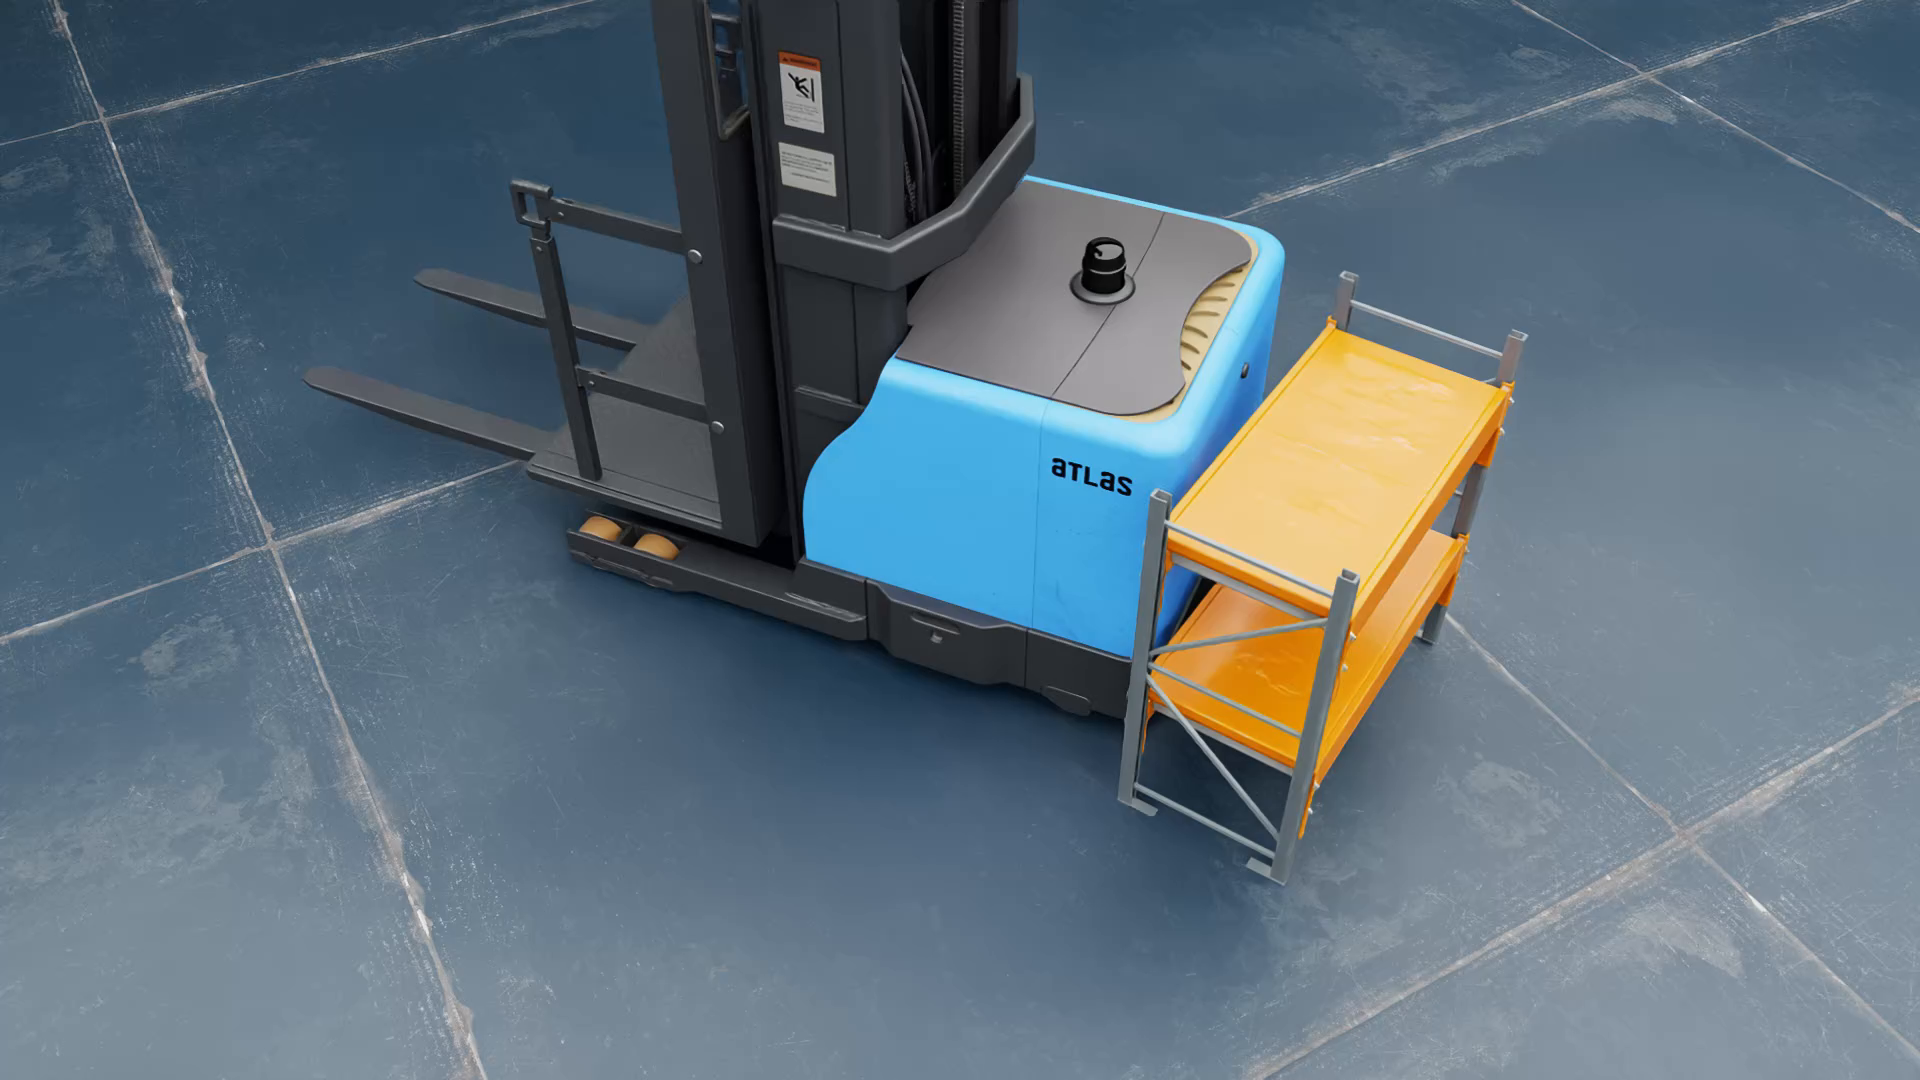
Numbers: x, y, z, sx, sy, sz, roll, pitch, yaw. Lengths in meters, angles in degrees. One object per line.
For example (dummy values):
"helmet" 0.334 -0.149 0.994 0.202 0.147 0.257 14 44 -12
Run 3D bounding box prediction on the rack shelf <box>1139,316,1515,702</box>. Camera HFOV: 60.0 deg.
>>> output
"rack shelf" 0.925 -0.113 4.139 0.538 0.278 1.000 25 49 23

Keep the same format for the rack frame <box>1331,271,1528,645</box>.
"rack frame" 1.207 -0.198 4.646 0.500 1.125 0.032 25 49 23

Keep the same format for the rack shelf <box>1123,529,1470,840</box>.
"rack shelf" 0.925 0.272 4.513 0.538 0.278 1.000 25 49 23

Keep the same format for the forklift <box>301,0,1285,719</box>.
"forklift" -0.654 -1.227 4.409 3.031 2.935 1.130 17 47 16

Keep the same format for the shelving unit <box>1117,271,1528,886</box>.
"shelving unit" 0.925 0.097 4.343 0.538 1.125 1.048 25 49 23

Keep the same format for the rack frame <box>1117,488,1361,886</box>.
"rack frame" 0.643 0.391 4.039 0.500 1.125 0.032 25 49 23
